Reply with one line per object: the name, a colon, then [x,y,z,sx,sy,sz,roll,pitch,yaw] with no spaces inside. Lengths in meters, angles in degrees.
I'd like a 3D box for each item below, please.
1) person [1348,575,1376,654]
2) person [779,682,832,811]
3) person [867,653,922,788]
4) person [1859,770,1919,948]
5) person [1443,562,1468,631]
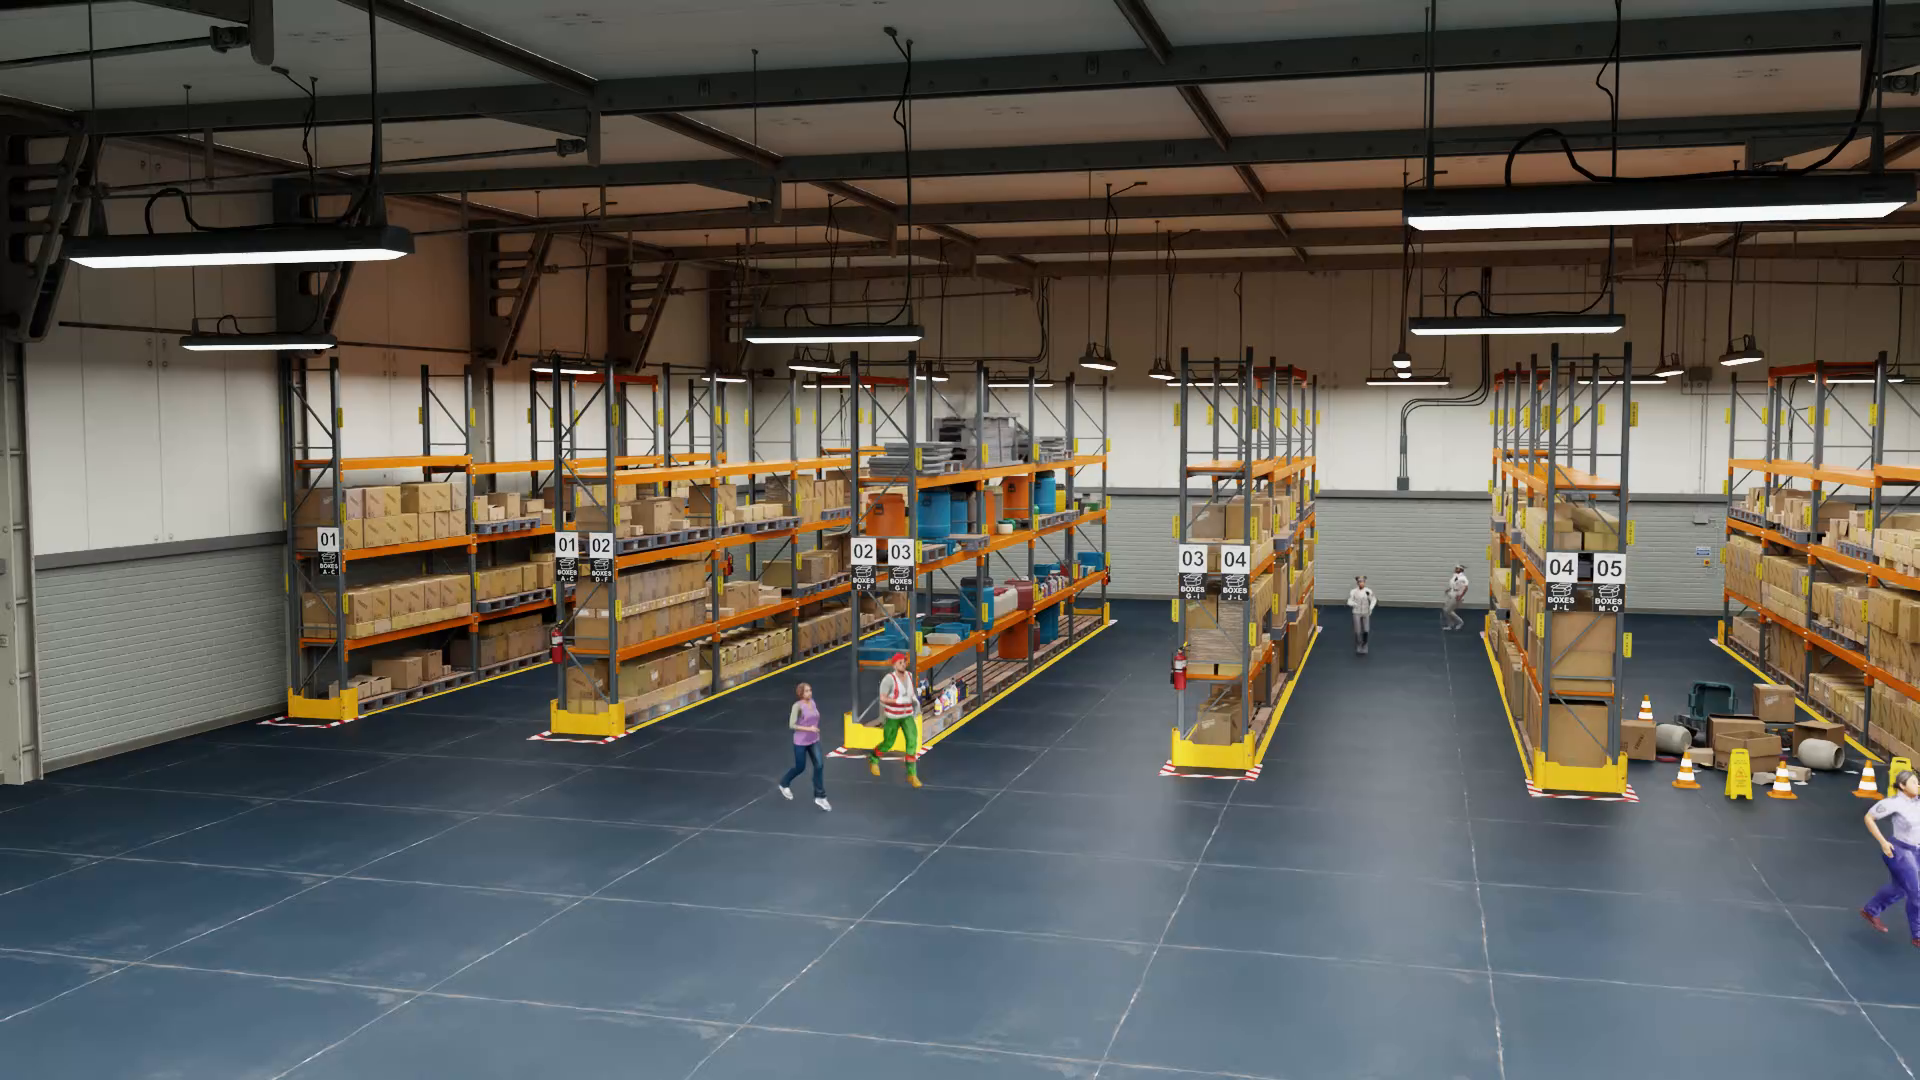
person: [8.503,1.585,35.171,0.597,1.677,0.603,1,4,12]
person: [-2.000,2.629,21.394,0.860,1.614,0.550,4,6,41]
person: [-0.860,2.431,22.791,0.672,1.812,0.987,-3,5,-36]
person: [8.943,3.013,15.758,0.594,1.678,0.875,-3,5,-34]
person: [11.621,1.327,39.052,0.485,1.638,0.597,0,4,2]
